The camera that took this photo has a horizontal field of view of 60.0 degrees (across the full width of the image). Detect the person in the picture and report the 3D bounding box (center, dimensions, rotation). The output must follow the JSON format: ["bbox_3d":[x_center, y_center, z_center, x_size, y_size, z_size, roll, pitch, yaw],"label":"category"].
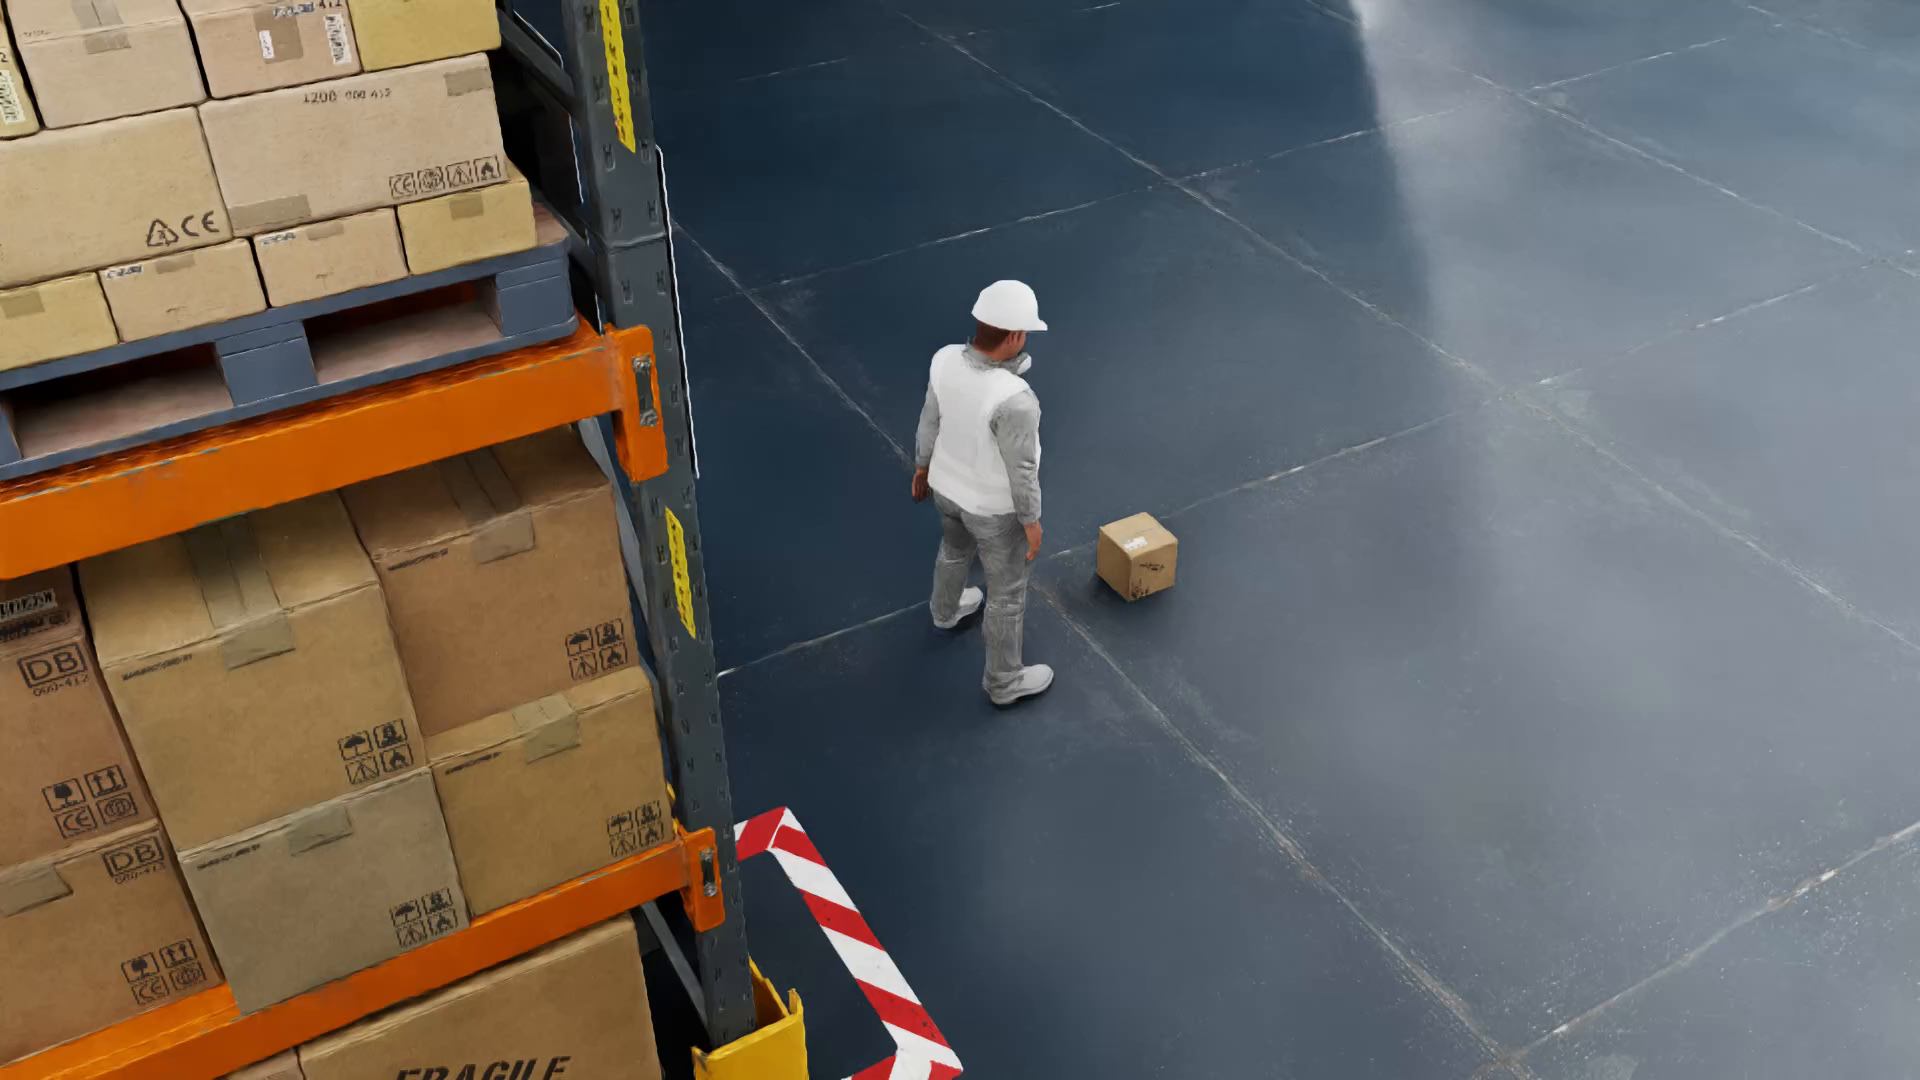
[{"bbox_3d":[0.110,-0.230,6.410,0.469,1.765,0.701,-28,45,-32],"label":"person"}]
